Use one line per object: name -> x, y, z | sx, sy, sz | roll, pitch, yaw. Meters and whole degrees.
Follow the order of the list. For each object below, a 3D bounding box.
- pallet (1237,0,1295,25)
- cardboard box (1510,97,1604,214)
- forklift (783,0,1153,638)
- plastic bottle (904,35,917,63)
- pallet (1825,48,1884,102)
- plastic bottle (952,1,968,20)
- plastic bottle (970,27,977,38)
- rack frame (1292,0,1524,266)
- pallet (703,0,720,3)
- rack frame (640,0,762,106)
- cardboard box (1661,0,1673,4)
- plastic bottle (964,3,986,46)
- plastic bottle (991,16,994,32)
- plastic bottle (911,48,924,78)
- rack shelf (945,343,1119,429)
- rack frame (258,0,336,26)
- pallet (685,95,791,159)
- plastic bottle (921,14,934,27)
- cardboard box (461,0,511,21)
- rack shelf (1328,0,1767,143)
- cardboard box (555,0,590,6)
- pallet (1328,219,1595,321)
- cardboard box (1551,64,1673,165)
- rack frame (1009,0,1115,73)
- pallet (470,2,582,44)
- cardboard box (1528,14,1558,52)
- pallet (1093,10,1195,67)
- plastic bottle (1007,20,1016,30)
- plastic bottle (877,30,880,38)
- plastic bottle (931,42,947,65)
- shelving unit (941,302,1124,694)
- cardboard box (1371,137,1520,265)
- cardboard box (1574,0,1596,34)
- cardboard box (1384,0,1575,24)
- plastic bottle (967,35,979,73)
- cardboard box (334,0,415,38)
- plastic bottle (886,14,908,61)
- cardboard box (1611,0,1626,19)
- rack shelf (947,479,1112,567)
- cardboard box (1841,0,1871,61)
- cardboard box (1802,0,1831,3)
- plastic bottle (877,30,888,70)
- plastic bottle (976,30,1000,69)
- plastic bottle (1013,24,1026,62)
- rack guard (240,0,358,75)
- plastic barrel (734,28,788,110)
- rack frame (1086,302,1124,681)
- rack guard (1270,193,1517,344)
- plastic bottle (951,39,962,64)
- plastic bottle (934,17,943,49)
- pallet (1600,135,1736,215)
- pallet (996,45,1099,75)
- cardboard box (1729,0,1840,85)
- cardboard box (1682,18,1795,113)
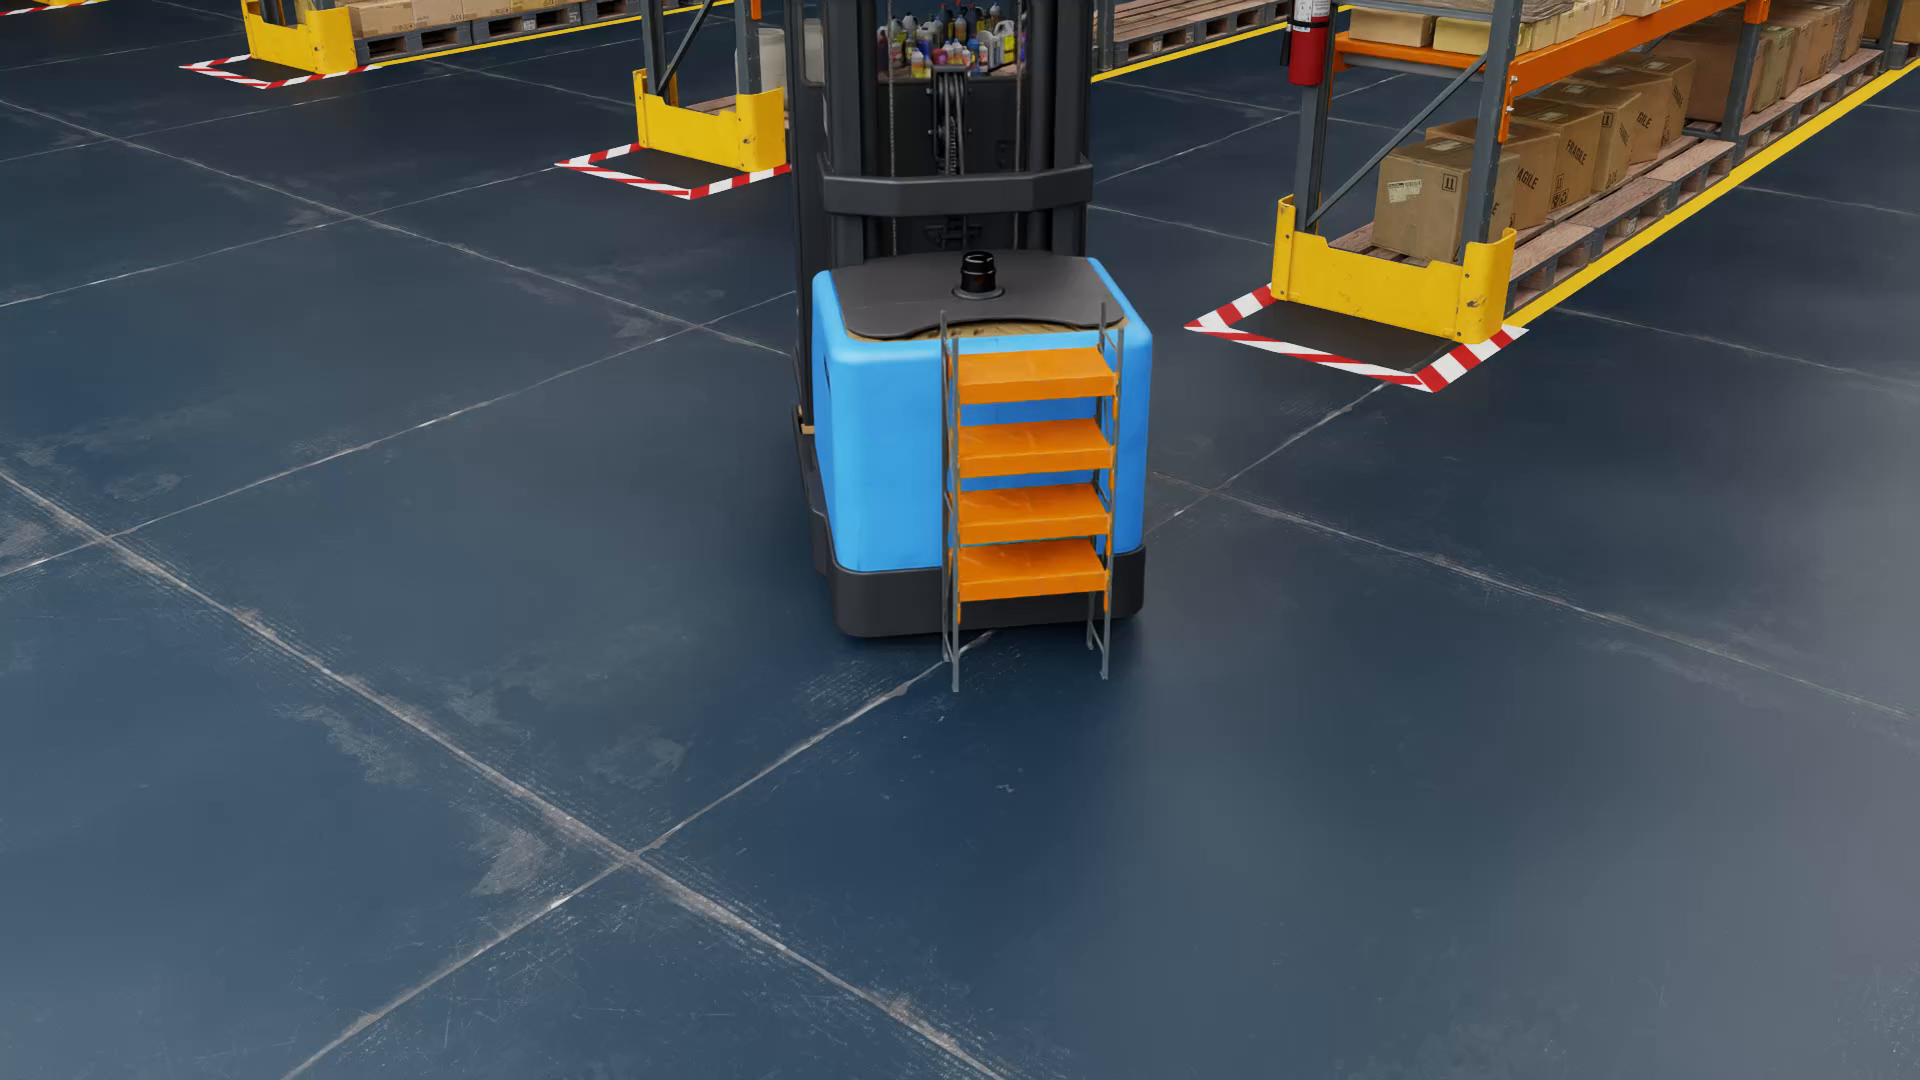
pallet -> 2.860, -5.258, 16.185 | 1.003, 0.211, 1.213 | 21, 34, 34
cardboard box -> 3.292, -2.208, 9.516 | 0.500, 0.500, 0.500 | 25, 36, 39
forklift -> -0.111, -1.633, 6.217 | 1.130, 2.935, 3.031 | -4, 28, -8
plastic bottle -> -0.383, -3.826, 12.949 | 0.097, 0.201, 0.097 | 0, 27, 0
pallet -> 6.706, -3.798, 13.361 | 1.003, 0.211, 1.213 | 21, 34, 34
plastic bottle -> 0.004, -4.196, 13.501 | 0.144, 0.351, 0.185 | 22, 34, 36
plastic bottle -> 0.134, -3.810, 12.828 | 0.061, 0.283, 0.133 | 21, 34, 34
rack frame -> 2.116, -2.476, 7.772 | 1.000, 3.000, 0.127 | 21, 34, 34
pallet -> -2.543, -5.825, 17.281 | 1.003, 0.211, 1.213 | 21, 34, 34
rack frame -> -1.706, -3.924, 10.570 | 1.000, 3.000, 0.127 | 21, 34, 34
cardboard box -> 3.785, -3.093, 9.238 | 0.380, 0.149, 0.250 | 21, 34, 34
plastic bottle -> 0.116, -4.154, 13.419 | 0.144, 0.351, 0.185 | 21, 34, 34
plastic bottle -> 0.233, -4.274, 13.813 | 0.097, 0.201, 0.097 | 0, 27, 0
plastic bottle -> -0.312, -3.459, 12.163 | 0.097, 0.271, 0.097 | 0, 27, 0
rack shelf -> 0.210, -0.465, 4.987 | 0.480, 0.148, 0.258 | -4, 28, -8
rack frame -> -5.526, -5.373, 13.371 | 1.000, 3.000, 0.127 | 21, 34, 34
pallet -> -1.173, -3.013, 11.844 | 1.003, 0.211, 1.213 | 21, 34, 34
plastic bottle -> -0.253, -4.053, 13.297 | 0.061, 0.283, 0.133 | 23, 35, 37
cardboard box -> -4.380, -4.819, 14.836 | 0.500, 0.250, 0.500 | 21, 34, 34
rack shelf -> 3.388, -2.866, 9.308 | 1.077, 0.370, 4.000 | 21, 34, 34
cardboard box -> -3.740, -5.172, 15.519 | 0.500, 0.250, 0.500 | 21, 34, 34
pallet -> 2.708, -1.542, 9.002 | 1.003, 0.211, 1.213 | 21, 34, 34
cardboard box -> 4.016, -2.635, 10.343 | 0.500, 0.500, 0.500 | -16, 31, -28
rack frame -> 0.838, -5.342, 13.312 | 1.000, 3.000, 0.127 | 21, 34, 34
pallet -> -4.296, -4.848, 15.392 | 1.003, 0.211, 1.213 | 21, 34, 34
cardboard box -> 2.655, -2.479, 8.051 | 0.380, 0.149, 0.250 | 21, 34, 34
pallet -> 1.308, -4.393, 14.513 | 1.003, 0.211, 1.213 | 21, 34, 34
plastic bottle -> 0.398, -3.982, 13.167 | 0.152, 0.276, 0.135 | 21, 34, 34
plastic bottle -> -0.695, -3.770, 12.759 | 0.152, 0.276, 0.135 | 21, 34, 35
plastic bottle -> -0.154, -3.540, 12.305 | 0.061, 0.283, 0.133 | 21, 34, 35
shelving unit -> 0.210, -0.116, 5.168 | 0.503, 1.200, 0.258 | -4, 28, -8
cardboard box -> 2.526, -1.769, 8.669 | 0.500, 0.500, 0.500 | -21, 34, -35
cardboard box -> 2.968, -2.658, 8.397 | 0.380, 0.149, 0.250 | 21, 34, 34
cardboard box -> 2.487, -2.840, 8.042 | 0.875, 0.500, 0.500 | 21, 34, 34
plastic bottle -> 0.098, -3.688, 12.605 | 0.097, 0.271, 0.097 | 0, 27, 0
cardboard box -> -5.013, -4.463, 14.149 | 0.500, 0.250, 0.500 | 21, 34, 34
plastic bottle -> -0.504, -3.912, 12.953 | 0.144, 0.351, 0.185 | 22, 35, 36
cardboard box -> 3.271, -2.841, 8.751 | 0.380, 0.149, 0.250 | 21, 34, 34
rack shelf -> 0.210, -0.056, 5.199 | 0.480, 0.148, 0.258 | -4, 28, -8
cardboard box -> 6.793, -4.155, 13.258 | 0.700, 0.500, 0.500 | 19, 33, 32
cardboard box -> 6.472, -4.294, 12.711 | 0.500, 0.250, 0.500 | -24, 36, -38
plastic bottle -> -0.612, -3.743, 12.697 | 0.061, 0.283, 0.133 | 21, 34, 34
plastic bottle -> 0.217, -3.776, 12.770 | 0.152, 0.276, 0.135 | 21, 34, 35
plastic bottle -> 0.457, -3.880, 12.964 | 0.061, 0.283, 0.133 | 23, 35, 38
rack guard -> -5.541, -4.254, 13.929 | 1.175, 0.500, 0.348 | 21, 34, 34
plastic barrel -> -1.347, -3.261, 11.540 | 0.421, 0.512, 0.421 | 0, 27, 0
rack frame -> 0.451, -0.134, 5.203 | 0.015, 1.200, 0.240 | -4, 28, -8
rack guard -> 2.164, -1.393, 8.399 | 1.175, 0.500, 0.348 | 21, 34, 34
plastic bottle -> -0.031, -3.616, 12.466 | 0.097, 0.271, 0.097 | 0, 27, 0
plastic bottle -> -0.180, -4.031, 13.268 | 0.097, 0.271, 0.097 | 0, 27, 0
pallet -> 4.260, -2.408, 10.674 | 1.003, 0.211, 1.213 | 21, 34, 34
pallet -> 0.379, -3.878, 13.516 | 1.003, 0.211, 1.213 | 21, 34, 34
cardboard box -> 6.095, -3.751, 12.478 | 0.700, 0.500, 0.500 | 24, 36, 38
cardboard box -> 5.385, -3.355, 11.712 | 0.700, 0.500, 0.500 | 21, 34, 34
